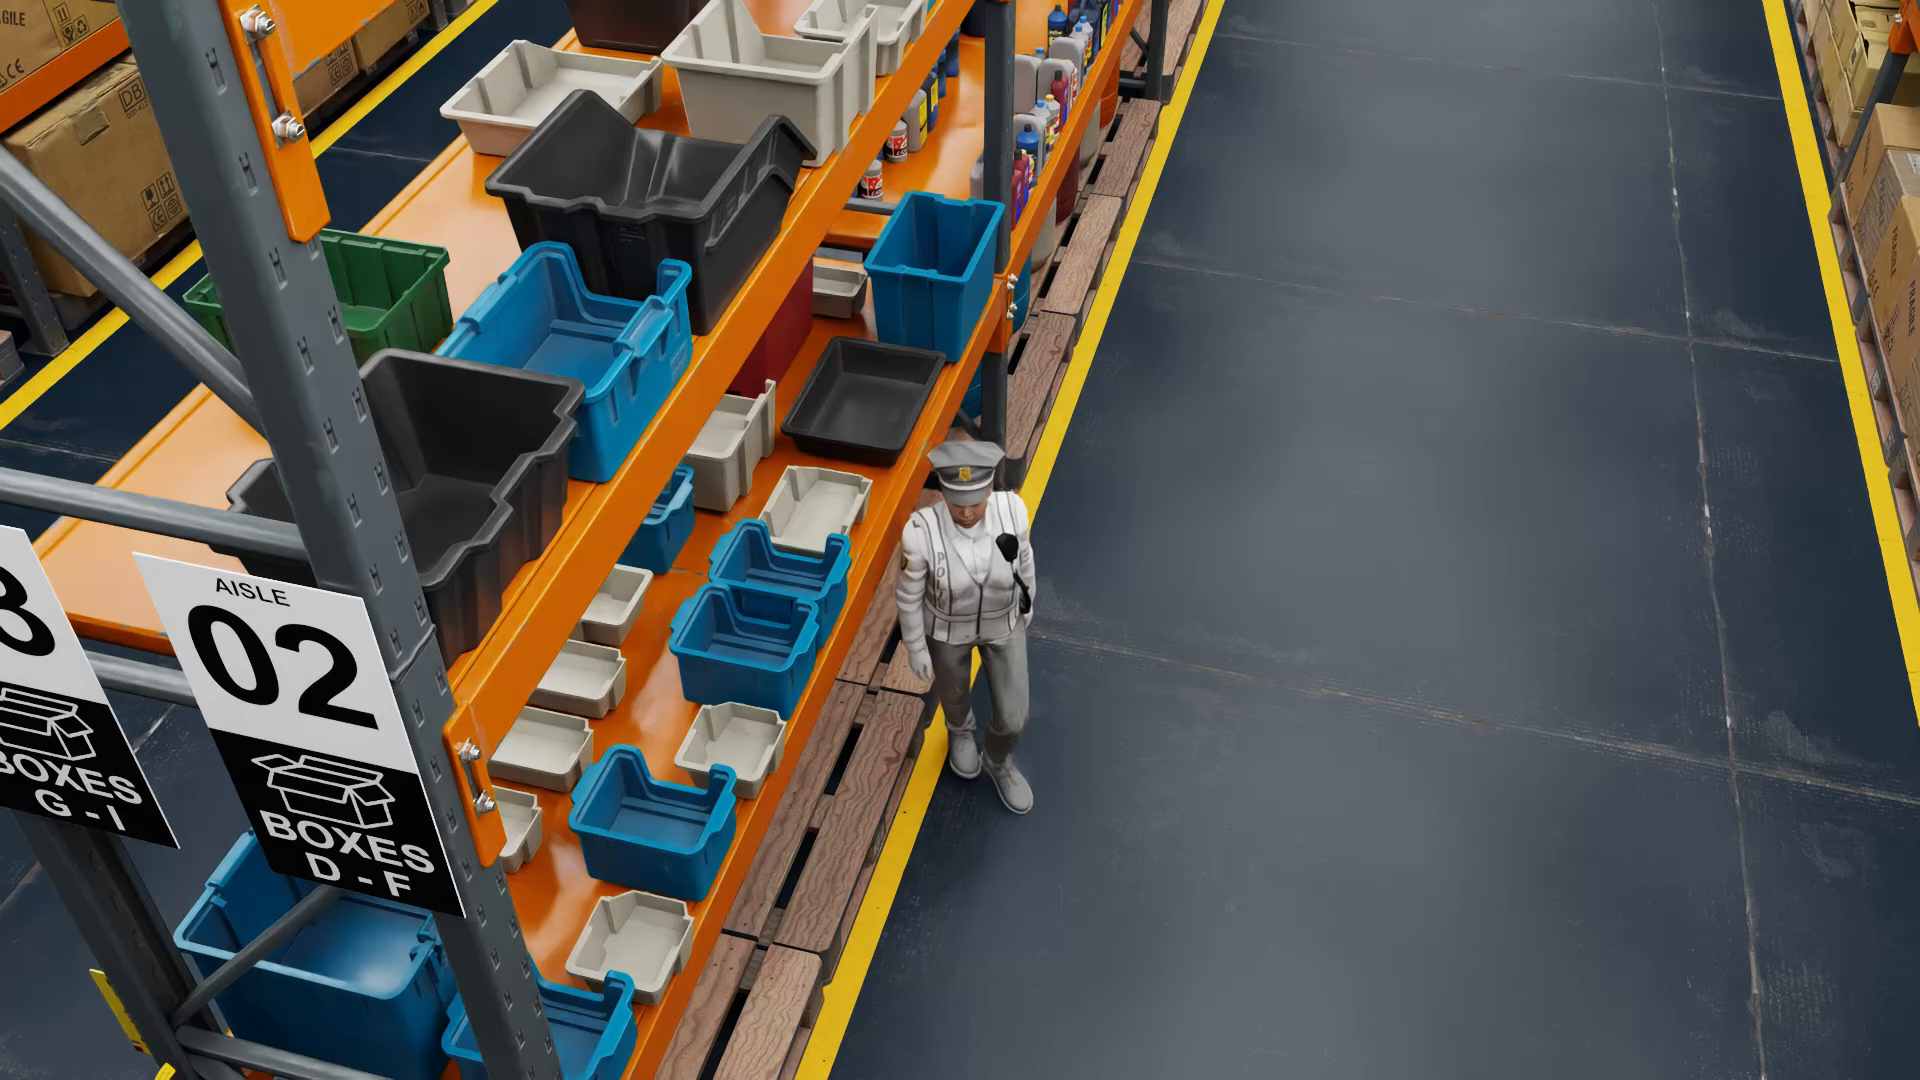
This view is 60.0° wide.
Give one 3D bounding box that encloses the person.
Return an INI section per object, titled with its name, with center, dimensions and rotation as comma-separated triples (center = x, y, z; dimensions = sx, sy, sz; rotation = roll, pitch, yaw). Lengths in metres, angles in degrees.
[person]
center = 0.025, 0.288, 5.812
dimensions = 0.512, 1.692, 0.514
rotation = -6, 42, -6
